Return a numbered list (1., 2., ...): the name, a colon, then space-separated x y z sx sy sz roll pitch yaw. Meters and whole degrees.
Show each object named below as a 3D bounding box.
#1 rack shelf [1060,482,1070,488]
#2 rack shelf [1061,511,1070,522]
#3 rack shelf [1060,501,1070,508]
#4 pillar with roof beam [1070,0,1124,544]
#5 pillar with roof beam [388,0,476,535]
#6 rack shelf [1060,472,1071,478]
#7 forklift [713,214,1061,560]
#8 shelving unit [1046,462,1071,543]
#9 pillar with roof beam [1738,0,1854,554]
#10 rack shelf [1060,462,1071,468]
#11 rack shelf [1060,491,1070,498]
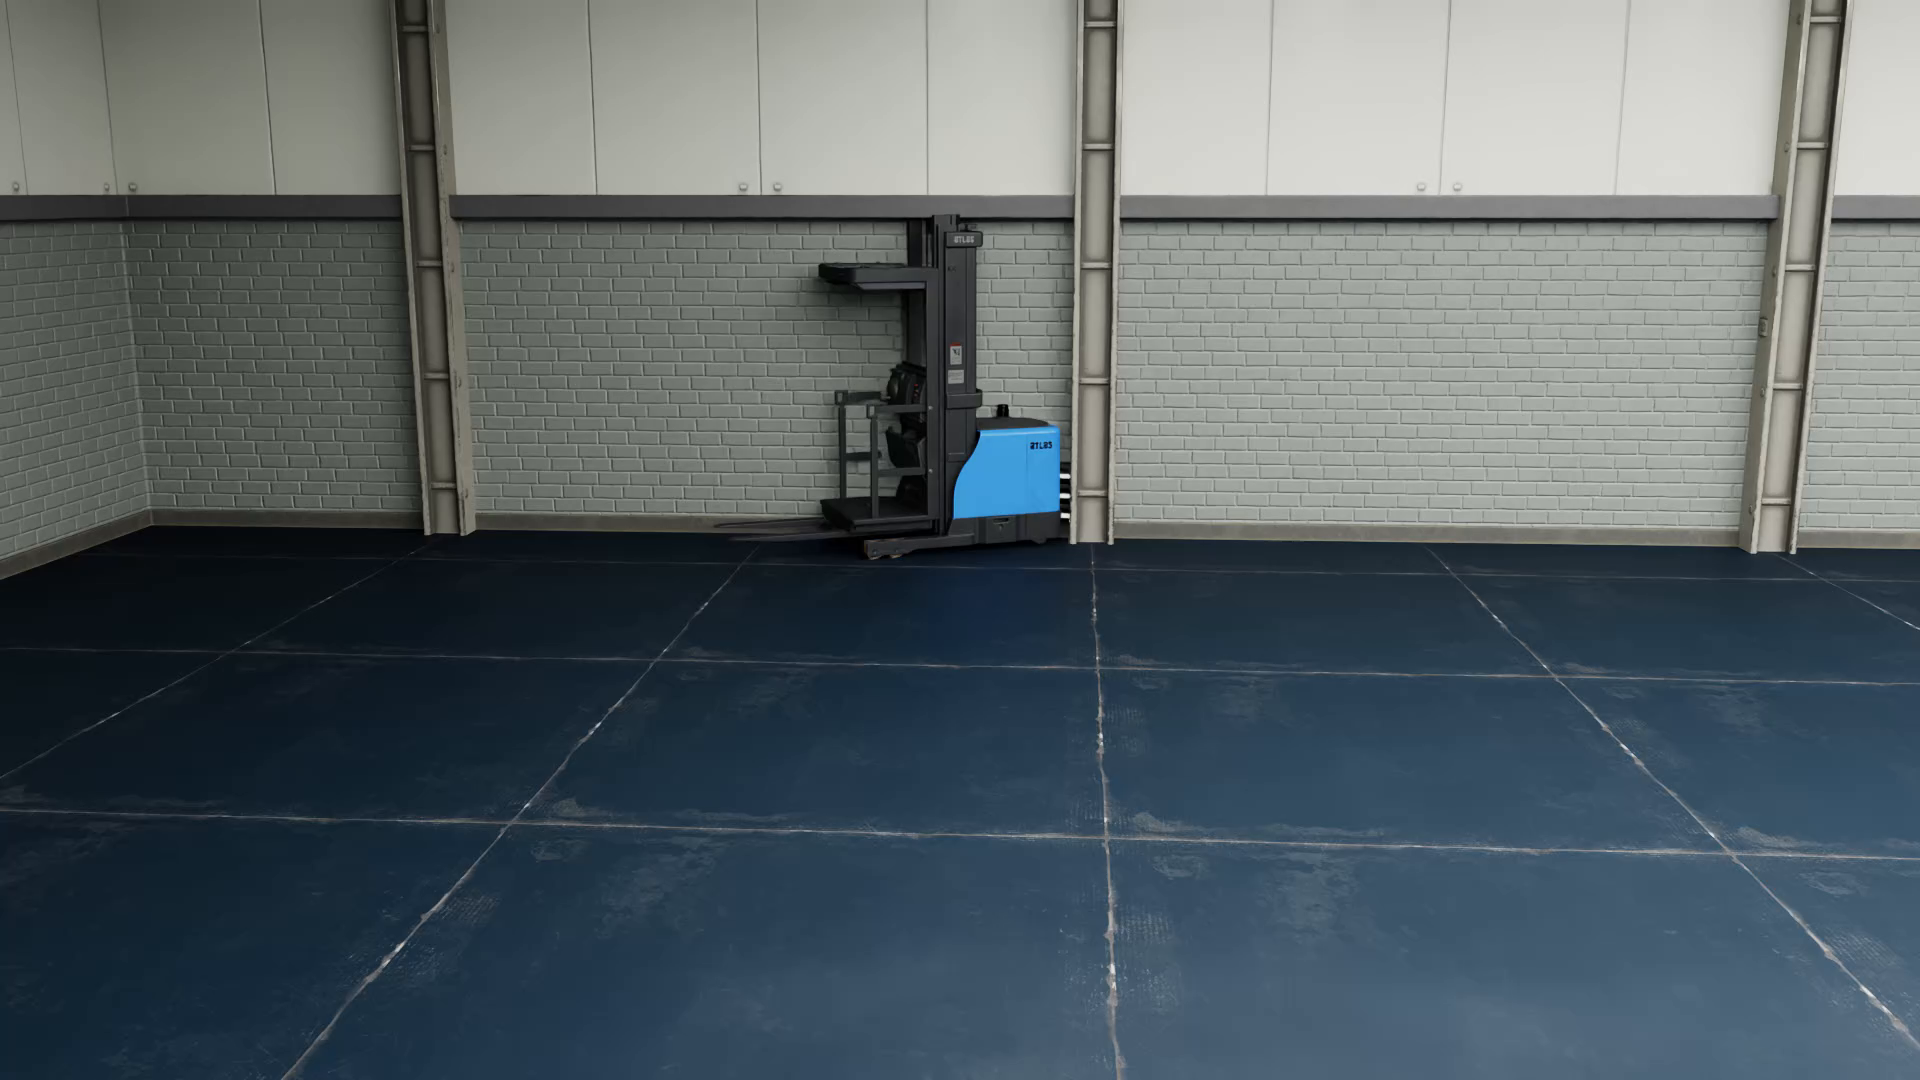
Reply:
1. rack shelf: 0.911 -0.486 15.139 0.200 0.077 0.258 2 8 3
2. rack shelf: 0.903 -0.219 15.175 0.200 0.077 0.258 2 8 3
3. rack shelf: 0.905 -0.308 15.163 0.200 0.077 0.258 2 8 3
4. pillar with roof beam: 0.916 -3.520 10.097 0.400 9.000 9.100 1 12 4
5. pillar with roof beam: -5.070 -3.602 10.490 0.400 9.000 9.100 1 12 4
6. rack shelf: 0.914 -0.575 15.126 0.200 0.077 0.258 2 8 3
7. forklift: -0.658 -1.386 14.716 3.031 2.935 1.130 -4 13 -20
8. shelving unit: 0.909 -0.430 15.146 0.210 0.900 0.258 2 8 3
9. pillar with roof beam: 6.903 -3.437 9.705 0.400 9.000 9.100 1 12 4
10. rack shelf: 0.917 -0.665 15.114 0.200 0.077 0.258 2 8 3
11. rack shelf: 0.908 -0.397 15.151 0.200 0.077 0.258 2 8 3
